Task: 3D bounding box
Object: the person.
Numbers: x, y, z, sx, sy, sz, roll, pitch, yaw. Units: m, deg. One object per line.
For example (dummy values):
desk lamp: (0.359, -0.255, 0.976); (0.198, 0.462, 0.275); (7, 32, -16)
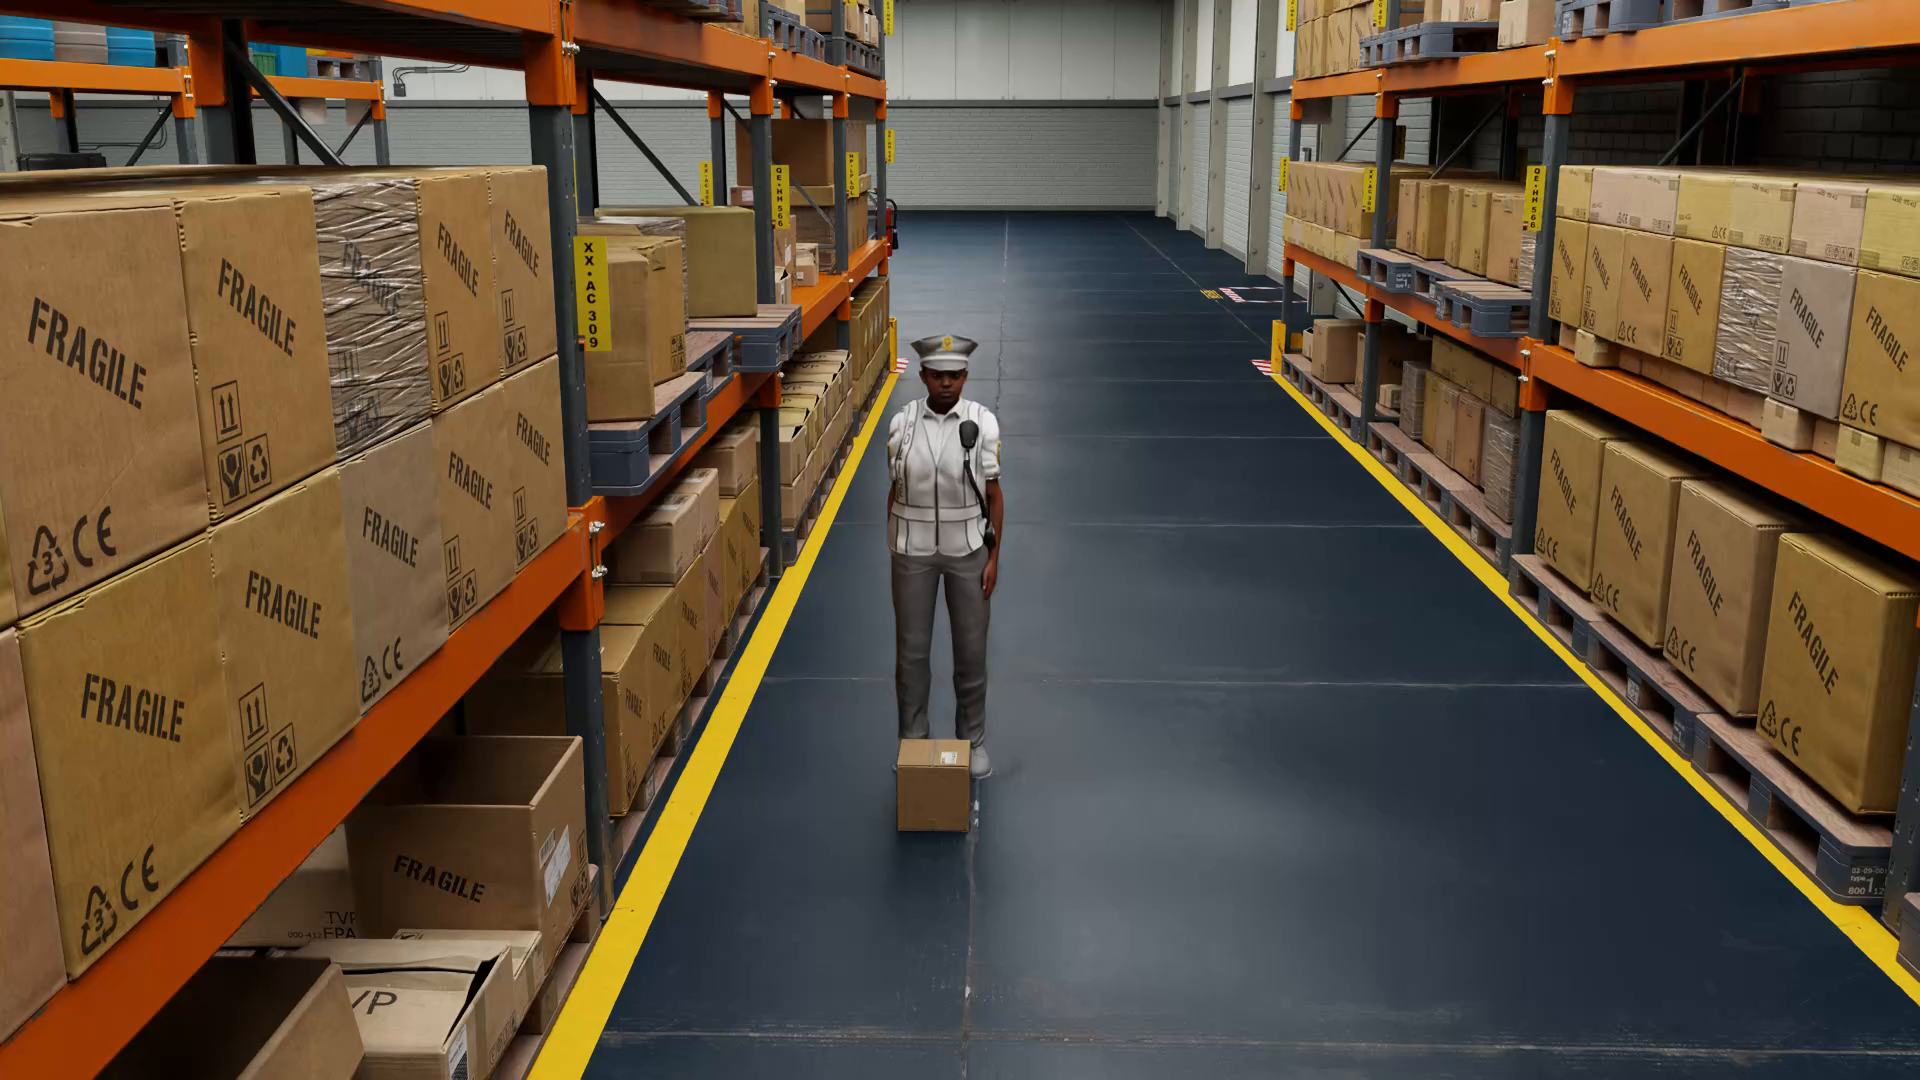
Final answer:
person: (-0.058, 0.069, 6.221); (0.436, 1.697, 0.339); (1, 14, 3)
